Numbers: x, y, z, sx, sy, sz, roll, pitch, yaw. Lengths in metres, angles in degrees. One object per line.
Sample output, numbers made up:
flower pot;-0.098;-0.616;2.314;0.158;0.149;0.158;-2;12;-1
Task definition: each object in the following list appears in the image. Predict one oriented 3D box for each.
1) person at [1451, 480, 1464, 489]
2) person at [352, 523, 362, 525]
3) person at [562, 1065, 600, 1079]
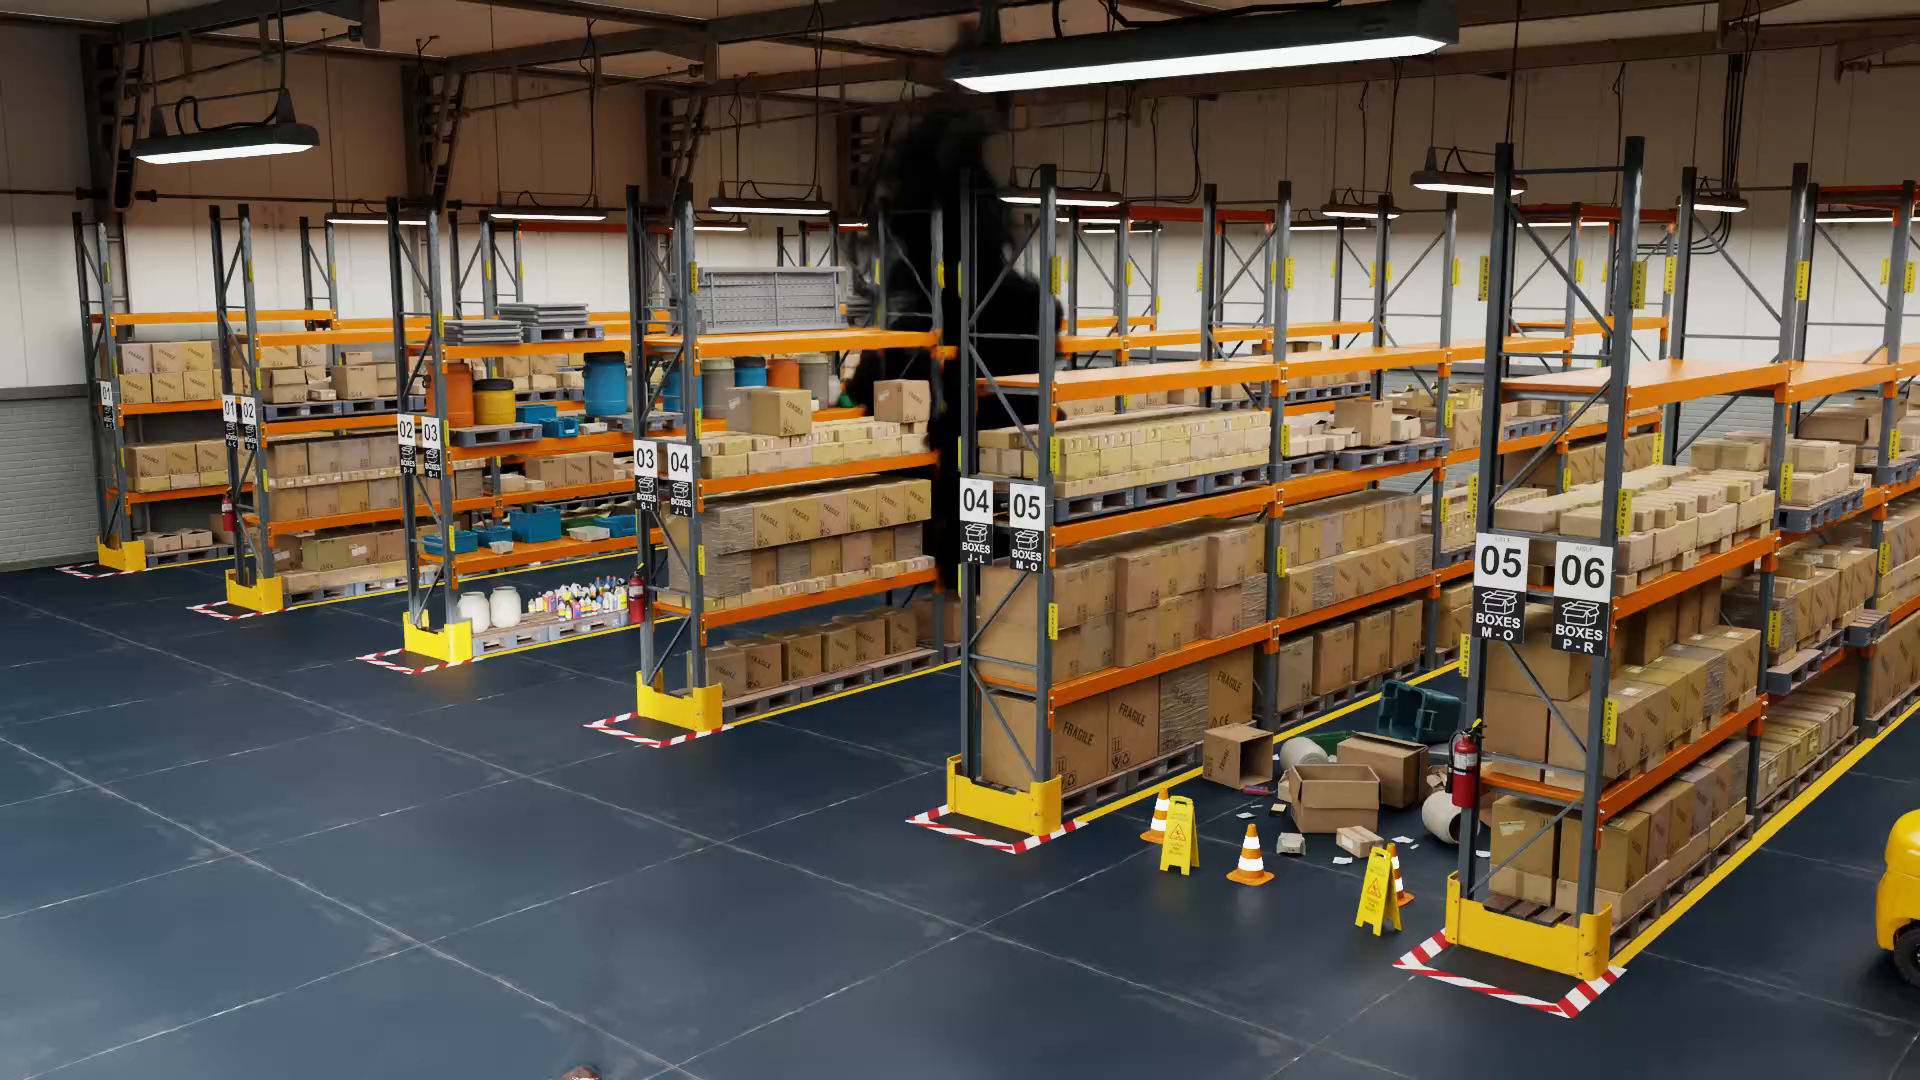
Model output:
person;8.268;-0.138;27.134;0.922;1.724;0.727;-7;12;-36
person;-10.125;-0.289;28.083;0.540;1.597;0.879;6;11;33
person;-1.655;3.124;7.346;0.560;1.665;0.960;-2;10;-12
